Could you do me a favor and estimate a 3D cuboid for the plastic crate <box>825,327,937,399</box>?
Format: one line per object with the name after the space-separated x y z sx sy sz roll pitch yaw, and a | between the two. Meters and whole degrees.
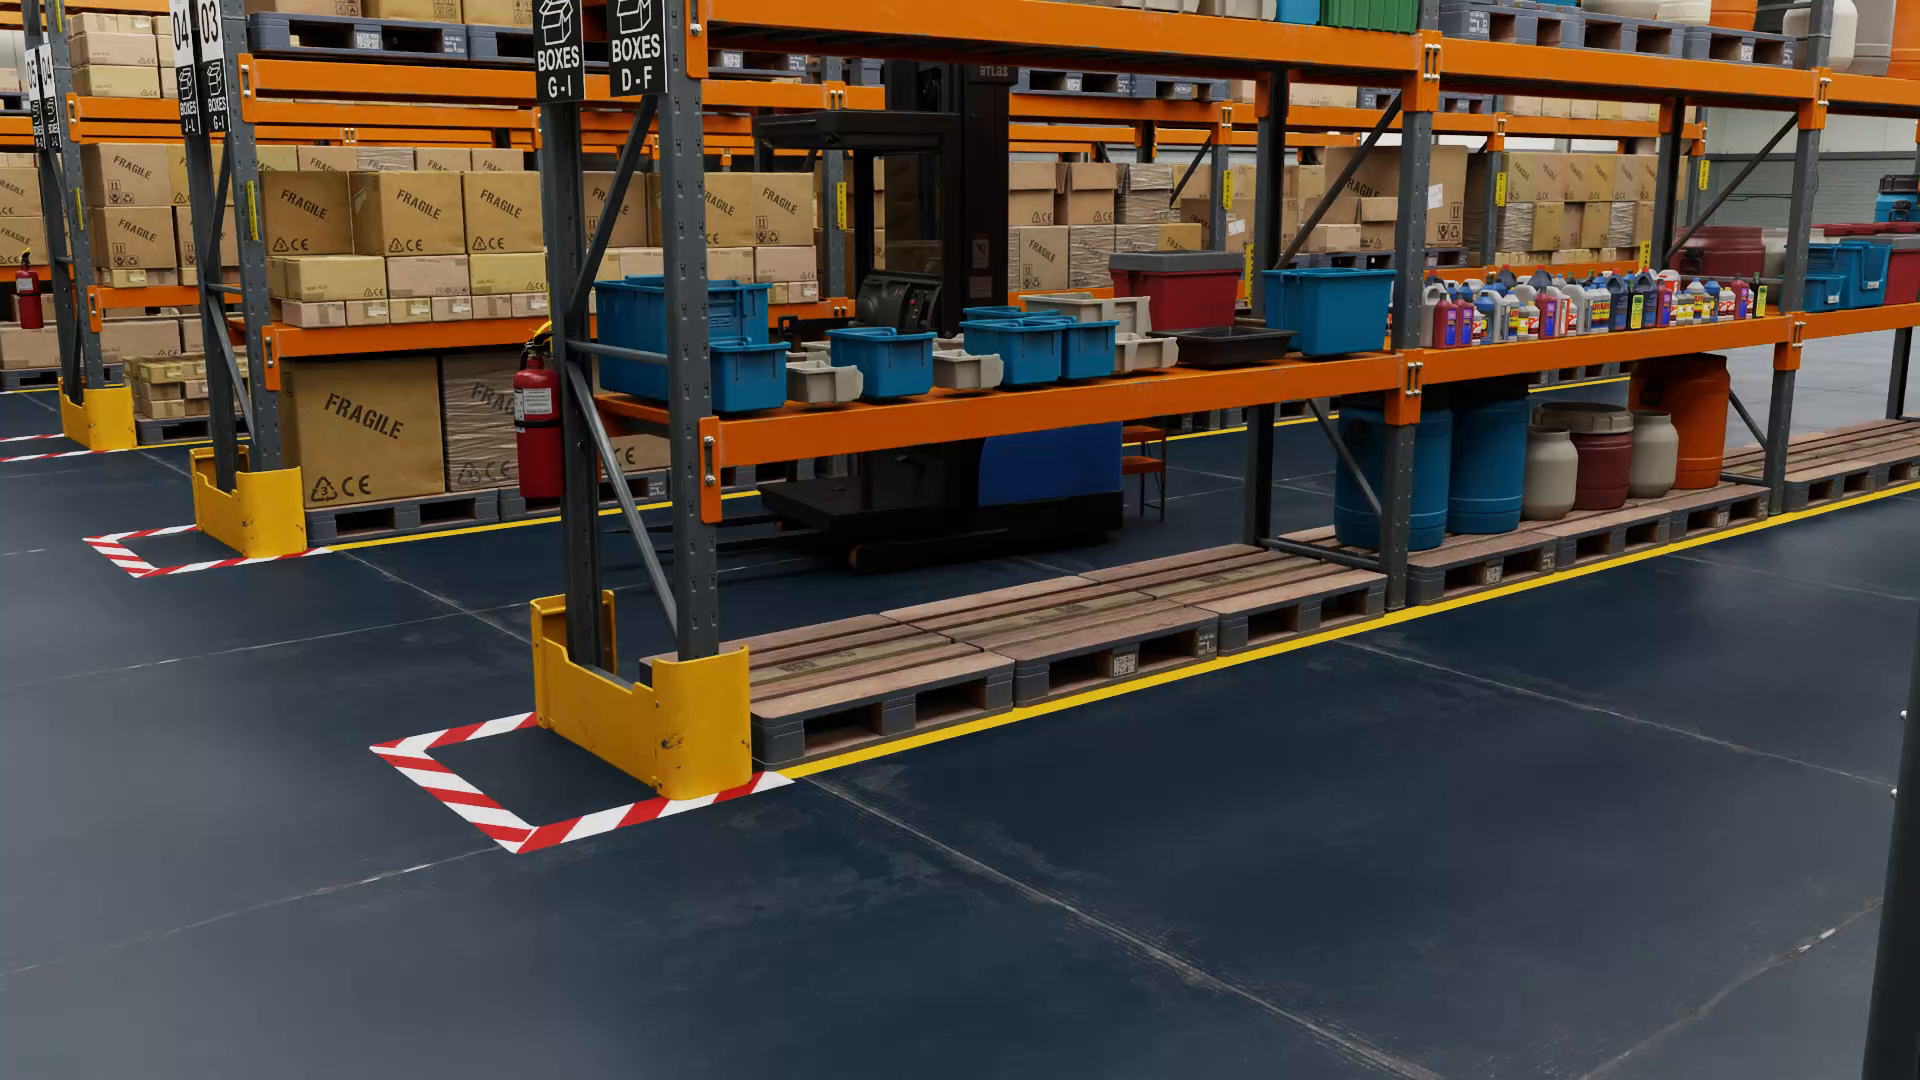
-0.302 -0.682 6.376 0.300 0.233 0.416 -9 15 -38 | plastic crate

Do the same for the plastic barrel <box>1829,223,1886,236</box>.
6.698 -2.110 12.516 0.433 0.535 0.433 0 12 0 | plastic barrel

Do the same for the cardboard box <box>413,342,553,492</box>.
-3.149 -0.854 11.032 0.875 0.875 0.875 -9 15 -38 | cardboard box

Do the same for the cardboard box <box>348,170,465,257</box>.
-3.375 -1.996 10.146 0.500 0.500 0.500 -10 16 -39 | cardboard box

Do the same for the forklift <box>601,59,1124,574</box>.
-0.538 -1.368 9.517 3.031 2.935 1.130 -7 14 -30 | forklift

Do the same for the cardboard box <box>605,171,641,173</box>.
-4.493 -4.547 21.674 0.500 0.500 0.500 -10 16 -39 | cardboard box

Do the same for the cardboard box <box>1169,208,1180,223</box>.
2.322 -3.971 21.249 0.550 0.550 0.875 -9 15 -38 | cardboard box

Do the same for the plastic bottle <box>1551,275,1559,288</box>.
3.663 -1.511 10.333 0.097 0.271 0.097 0 12 0 | plastic bottle

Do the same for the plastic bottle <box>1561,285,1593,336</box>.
3.412 -1.277 9.220 0.135 0.276 0.152 -9 15 -38 | plastic bottle

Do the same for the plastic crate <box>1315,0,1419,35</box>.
1.767 -2.449 7.728 0.662 0.188 0.450 -9 15 -38 | plastic crate

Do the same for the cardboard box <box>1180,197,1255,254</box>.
2.335 -2.842 15.041 0.500 0.500 0.500 11 16 43 | cardboard box

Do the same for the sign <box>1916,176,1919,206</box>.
1.546 -0.680 2.560 0.005 0.325 0.100 -9 15 -38 | sign

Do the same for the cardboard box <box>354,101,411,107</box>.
-5.213 -3.968 14.732 0.500 0.250 0.500 -10 15 -38 | cardboard box

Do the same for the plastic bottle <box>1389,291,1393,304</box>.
2.300 -1.279 9.231 0.135 0.276 0.152 -9 15 -38 | plastic bottle

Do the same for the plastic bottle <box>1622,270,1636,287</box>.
4.385 -1.631 10.898 0.097 0.271 0.097 0 12 0 | plastic bottle

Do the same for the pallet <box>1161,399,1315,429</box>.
2.549 -1.249 15.501 1.213 0.211 1.003 -9 15 -38 | pallet

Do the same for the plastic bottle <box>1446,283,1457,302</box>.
2.786 -1.325 9.456 0.097 0.271 0.097 0 12 0 | plastic bottle

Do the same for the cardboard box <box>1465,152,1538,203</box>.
5.571 -3.731 17.115 0.500 0.500 0.500 -9 15 -38 | cardboard box

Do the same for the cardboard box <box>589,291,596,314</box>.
-2.422 -1.577 10.940 0.250 0.149 0.380 -9 15 -37 | cardboard box

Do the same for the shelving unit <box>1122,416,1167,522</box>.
1.032 -0.698 10.525 0.503 1.200 0.258 -7 14 -30 | shelving unit

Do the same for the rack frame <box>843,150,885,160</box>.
-1.082 -3.329 18.585 0.127 3.000 1.000 -9 15 -38 | rack frame

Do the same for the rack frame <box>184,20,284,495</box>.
-4.309 -1.473 9.846 0.127 3.000 1.000 -9 15 -38 | rack frame

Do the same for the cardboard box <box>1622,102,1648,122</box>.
7.173 -4.709 18.225 0.500 0.250 0.500 -9 15 -36 | cardboard box

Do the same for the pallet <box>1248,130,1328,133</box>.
4.592 -5.693 22.710 1.213 0.211 1.003 -9 15 -38 | pallet

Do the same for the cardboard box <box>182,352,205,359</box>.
-6.719 -1.580 14.769 0.250 0.149 0.380 -10 15 -39 | cardboard box

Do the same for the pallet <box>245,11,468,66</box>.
-3.736 -2.995 10.005 1.213 0.211 1.003 -9 15 -38 | pallet

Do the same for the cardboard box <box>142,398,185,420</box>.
-6.720 -1.118 14.025 0.250 0.149 0.380 -9 15 -37 | cardboard box

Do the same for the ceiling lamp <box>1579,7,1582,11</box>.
14.045 -13.246 36.792 0.800 3.185 2.000 -9 15 -38 | ceiling lamp

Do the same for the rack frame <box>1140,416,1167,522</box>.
1.243 -0.723 10.646 0.015 1.200 0.240 -7 14 -30 | rack frame

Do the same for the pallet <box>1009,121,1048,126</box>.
0.259 -4.942 19.413 1.213 0.211 1.003 -9 15 -35 | pallet

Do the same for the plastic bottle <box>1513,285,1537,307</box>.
3.136 -1.272 9.194 0.135 0.276 0.152 -9 15 -38 | plastic bottle

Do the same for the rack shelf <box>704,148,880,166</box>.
-2.672 -6.817 29.523 4.000 0.370 1.077 -9 15 -38 | rack shelf

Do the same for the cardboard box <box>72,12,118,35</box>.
-6.933 -4.130 13.331 0.250 0.149 0.380 -10 15 -38 | cardboard box

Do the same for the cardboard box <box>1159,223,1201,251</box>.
1.707 -2.456 14.234 0.500 0.500 0.500 -9 15 -36 | cardboard box

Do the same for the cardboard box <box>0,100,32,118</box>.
-12.295 -5.572 21.570 0.500 0.250 0.500 -10 16 -39 | cardboard box

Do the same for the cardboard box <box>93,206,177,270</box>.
-6.805 -2.499 13.719 0.500 0.500 0.500 -9 15 -35 | cardboard box

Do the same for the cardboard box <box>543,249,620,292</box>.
-2.565 -1.766 10.868 0.500 0.250 0.500 -10 15 -39 | cardboard box

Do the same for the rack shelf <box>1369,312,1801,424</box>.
3.470 -1.097 9.804 4.000 0.370 1.077 -9 15 -38 | rack shelf

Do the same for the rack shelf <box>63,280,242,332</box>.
-5.767 -2.199 14.993 4.000 0.370 1.077 -9 15 -38 | rack shelf

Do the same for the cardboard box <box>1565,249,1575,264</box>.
6.378 -3.053 17.890 0.250 0.149 0.380 -9 15 -38 | cardboard box

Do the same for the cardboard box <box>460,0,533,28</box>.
-3.048 -3.449 10.434 0.500 0.500 0.700 -11 16 -41 | cardboard box

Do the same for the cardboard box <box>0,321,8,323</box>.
-12.711 -2.809 21.989 0.250 0.149 0.380 -10 16 -40 | cardboard box

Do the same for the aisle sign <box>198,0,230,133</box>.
-4.178 -2.687 9.303 0.004 0.787 0.394 -9 15 -38 | aisle sign

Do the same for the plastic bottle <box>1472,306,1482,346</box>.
2.644 -1.106 8.592 0.097 0.201 0.097 0 12 0 | plastic bottle

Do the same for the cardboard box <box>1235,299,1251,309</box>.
3.278 -3.202 22.091 0.875 0.875 0.875 -9 15 -37 | cardboard box

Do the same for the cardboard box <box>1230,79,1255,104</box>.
2.464 -3.925 14.532 0.500 0.250 0.500 -9 15 -37 | cardboard box

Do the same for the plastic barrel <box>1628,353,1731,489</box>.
4.661 -0.786 10.821 0.708 0.830 0.600 -9 15 -38 | plastic barrel

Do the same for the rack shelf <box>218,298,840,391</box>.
-2.747 -1.381 11.143 4.000 0.370 1.077 -9 15 -38 | rack shelf

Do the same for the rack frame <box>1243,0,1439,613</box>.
1.909 -1.189 8.507 0.127 3.000 1.000 -9 15 -38 | rack frame

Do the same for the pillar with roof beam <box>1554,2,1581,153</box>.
19.213 -11.368 42.000 0.548 9.000 9.100 -9 15 -38 | pillar with roof beam

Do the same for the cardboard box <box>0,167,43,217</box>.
-9.947 -3.635 17.377 0.500 0.500 0.500 -10 15 -39 | cardboard box

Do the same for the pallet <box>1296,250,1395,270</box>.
3.458 -2.681 15.996 1.213 0.211 1.003 -9 15 -38 | pallet

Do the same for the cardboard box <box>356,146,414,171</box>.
-5.212 -3.257 14.880 0.500 0.500 0.500 -9 15 -36 | cardboard box

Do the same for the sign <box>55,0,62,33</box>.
-6.990 -4.098 12.880 0.005 0.325 0.100 -9 15 -38 | sign

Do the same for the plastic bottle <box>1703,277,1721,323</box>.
4.549 -1.456 10.075 0.097 0.271 0.097 0 12 0 | plastic bottle

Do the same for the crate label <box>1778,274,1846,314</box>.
5.595 -1.620 10.940 0.416 0.233 0.303 -9 15 -38 | crate label

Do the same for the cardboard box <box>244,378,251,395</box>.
-6.106 -1.362 14.457 0.250 0.149 0.380 -9 15 -36 | cardboard box
